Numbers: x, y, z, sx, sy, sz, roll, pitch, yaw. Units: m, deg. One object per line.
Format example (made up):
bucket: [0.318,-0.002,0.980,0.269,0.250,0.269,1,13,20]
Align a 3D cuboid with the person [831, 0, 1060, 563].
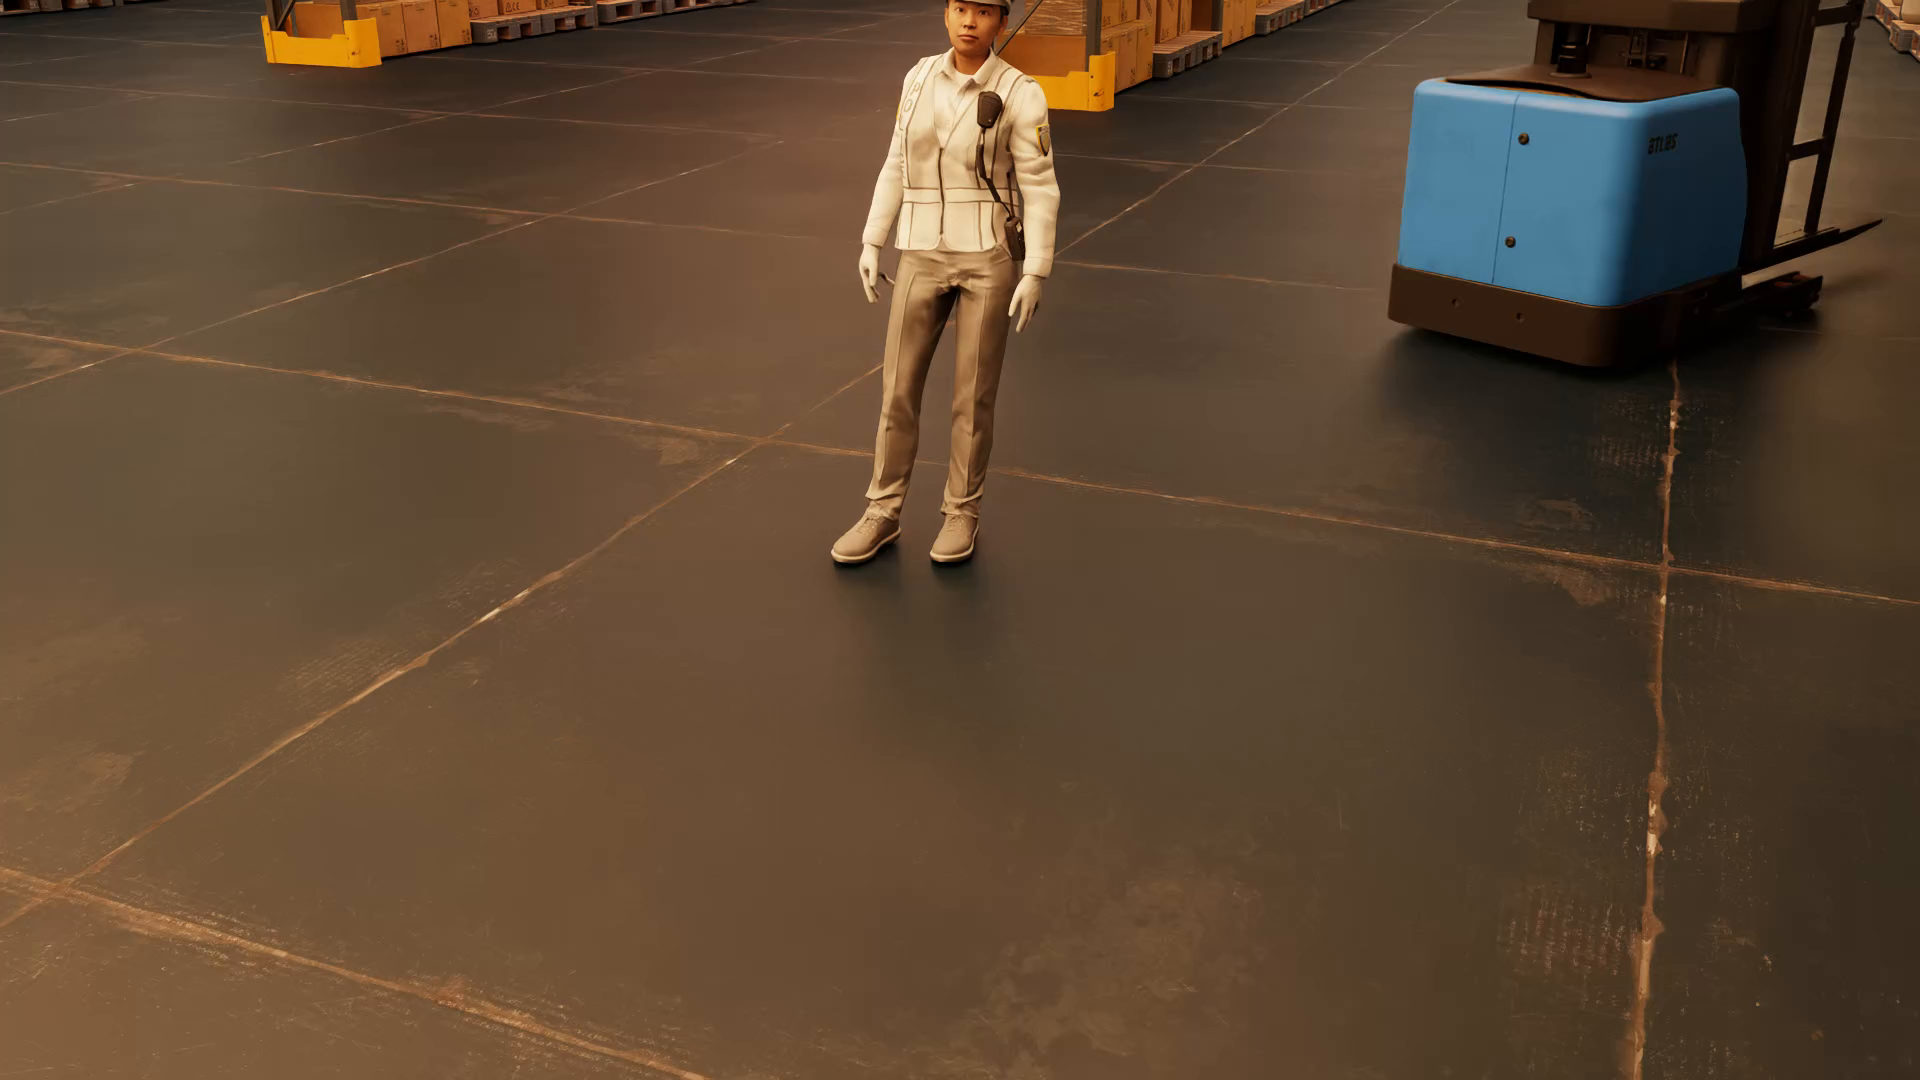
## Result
person: [-0.033,-0.765,4.707,0.586,1.694,0.530,9,24,21]

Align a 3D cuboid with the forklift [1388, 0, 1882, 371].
forklift: [3.298,-2.482,7.231,3.031,2.935,1.130,-19,29,-37]
